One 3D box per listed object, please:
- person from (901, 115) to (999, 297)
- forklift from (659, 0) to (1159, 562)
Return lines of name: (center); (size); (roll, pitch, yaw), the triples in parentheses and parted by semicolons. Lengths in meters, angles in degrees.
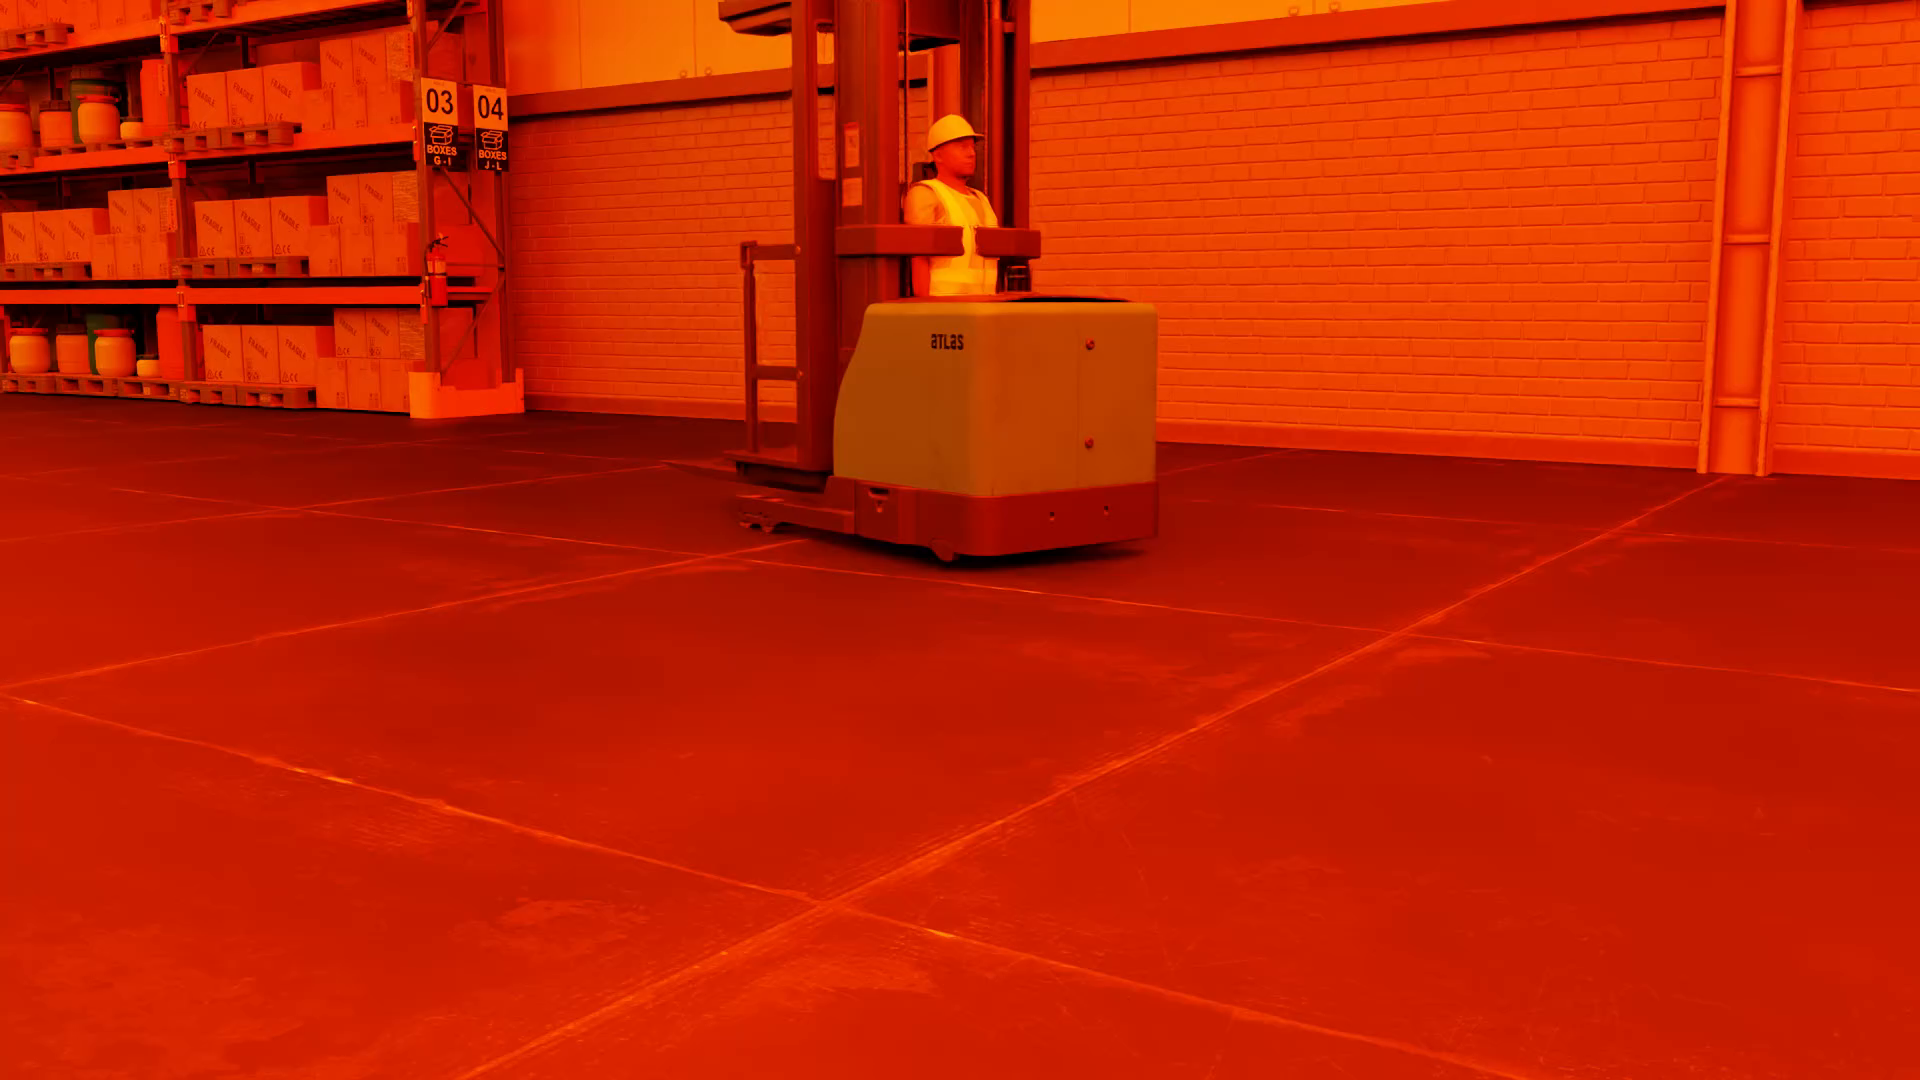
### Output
person: (0.001, -1.015, 7.451); (0.394, 1.740, 0.533); (5, 10, 34)
forklift: (-0.441, -1.522, 7.899); (1.130, 2.935, 3.031); (-6, 10, -38)
